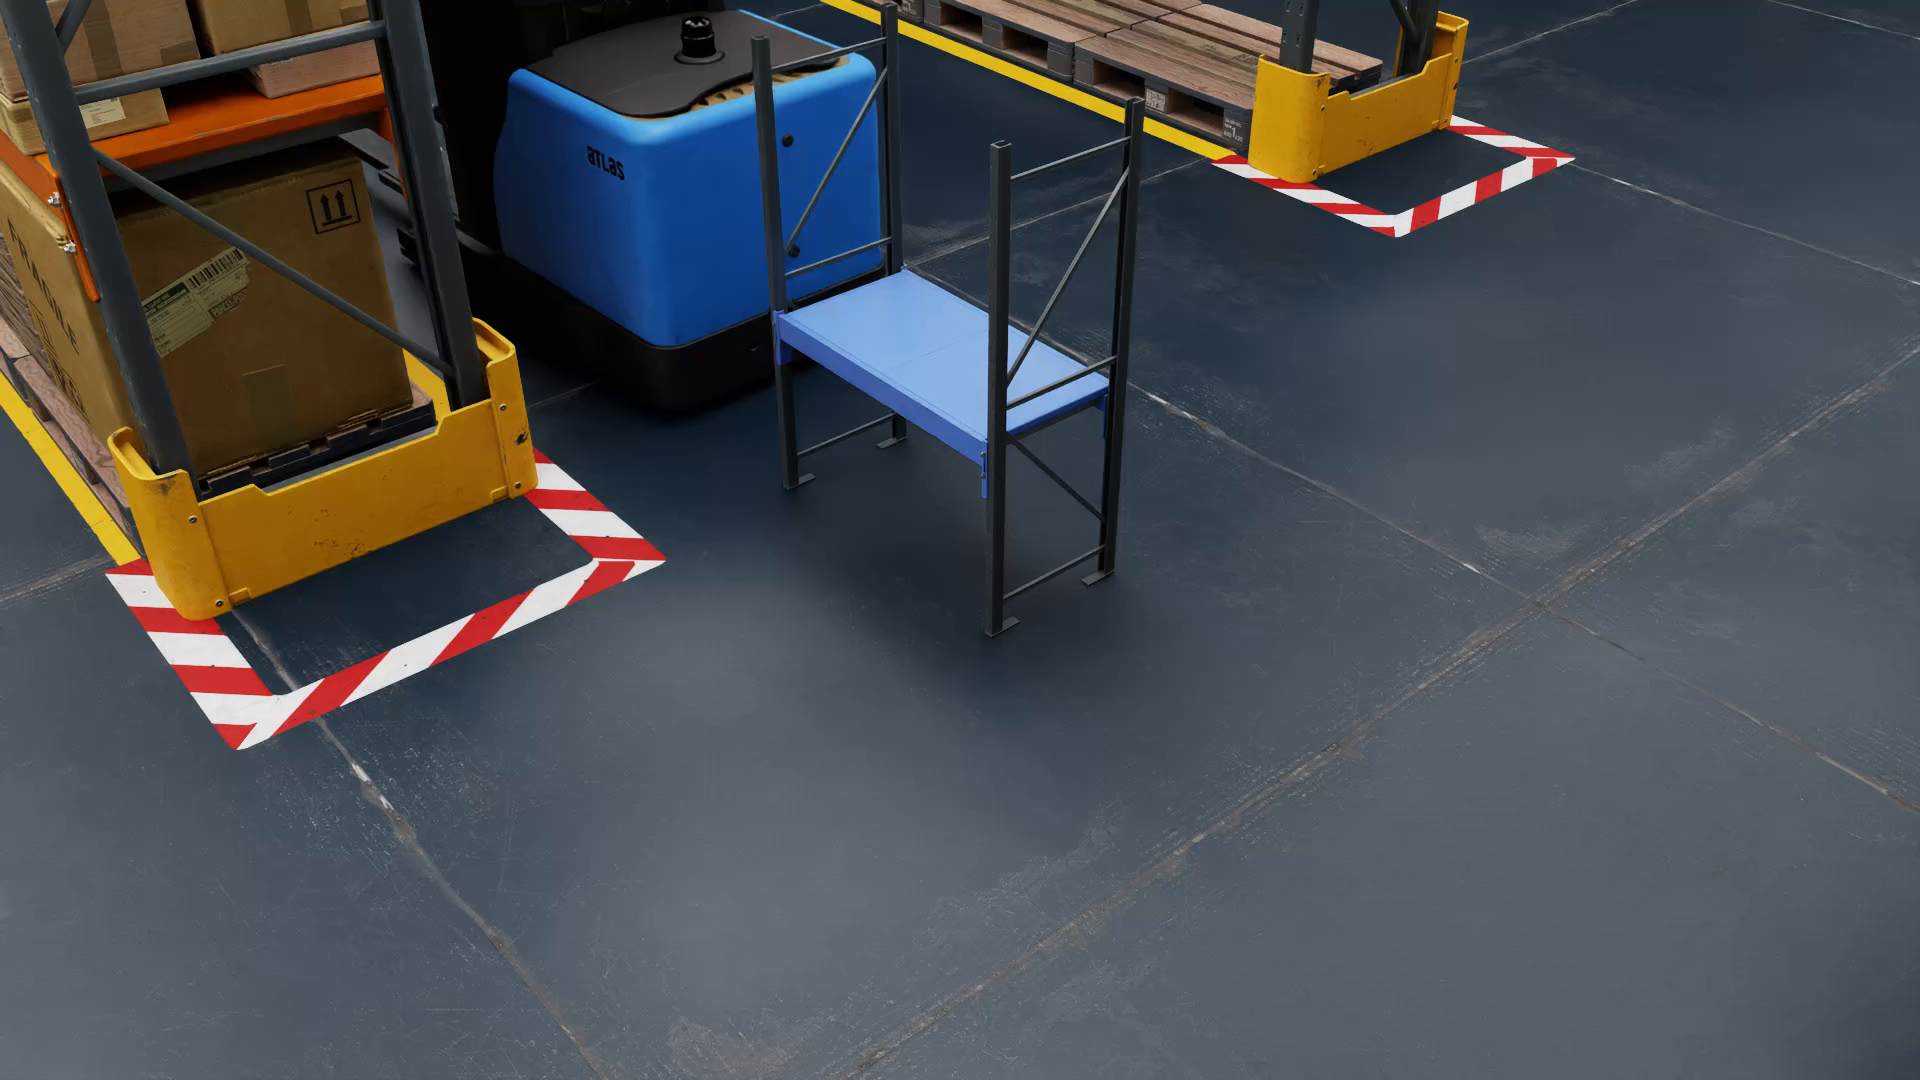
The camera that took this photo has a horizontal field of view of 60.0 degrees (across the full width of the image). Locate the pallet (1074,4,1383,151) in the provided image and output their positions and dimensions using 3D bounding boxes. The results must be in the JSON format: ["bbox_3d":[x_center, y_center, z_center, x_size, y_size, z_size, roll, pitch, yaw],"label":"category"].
[{"bbox_3d":[1.337,-2.361,8.401,1.003,0.211,1.213,-26,43,-32],"label":"pallet"}]

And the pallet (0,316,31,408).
[{"bbox_3d":[-3.303,-0.997,6.475,1.003,0.211,1.213,-26,43,-32],"label":"pallet"}]

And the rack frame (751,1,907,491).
[{"bbox_3d":[-0.383,-0.874,5.187,0.500,1.500,0.032,-26,43,-32],"label":"rack frame"}]

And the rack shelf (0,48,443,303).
[{"bbox_3d":[-3.235,-1.862,5.907,1.077,0.370,4.000,-26,43,-32],"label":"rack shelf"}]

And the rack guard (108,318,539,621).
[{"bbox_3d":[-1.929,-0.242,5.160,1.175,0.500,0.348,-26,43,-32],"label":"rack guard"}]

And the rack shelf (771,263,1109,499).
[{"bbox_3d":[-0.055,-0.503,4.974,0.538,0.185,1.000,-26,43,-32],"label":"rack shelf"}]

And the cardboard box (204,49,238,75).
[{"bbox_3d":[-2.088,-1.563,5.079,0.380,0.149,0.250,-27,43,-32],"label":"cardboard box"}]

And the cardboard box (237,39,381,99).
[{"bbox_3d":[-1.921,-1.450,4.920,0.380,0.149,0.250,-25,43,-31],"label":"cardboard box"}]

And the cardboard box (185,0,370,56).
[{"bbox_3d":[-2.048,-1.646,4.851,0.500,0.250,0.500,-27,43,-33],"label":"cardboard box"}]

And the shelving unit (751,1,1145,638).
[{"bbox_3d":[-0.055,-0.650,4.870,0.538,1.500,1.048,-26,43,-32],"label":"shelving unit"}]

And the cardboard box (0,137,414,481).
[{"bbox_3d":[-2.418,-0.830,5.302,0.875,0.875,0.875,-26,43,-32],"label":"cardboard box"}]

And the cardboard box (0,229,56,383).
[{"bbox_3d":[-3.006,-1.232,5.869,0.875,0.875,0.875,-26,43,-32],"label":"cardboard box"}]

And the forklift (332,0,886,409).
[{"bbox_3d":[-1.647,-2.411,6.118,1.130,2.935,3.031,-28,44,-34],"label":"forklift"}]

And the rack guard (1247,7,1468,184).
[{"bbox_3d":[1.865,-2.094,7.775,1.175,0.500,0.348,-26,43,-32],"label":"rack guard"}]

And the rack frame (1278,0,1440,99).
[{"bbox_3d":[1.839,-3.120,7.060,1.000,3.000,0.127,-26,43,-32],"label":"rack frame"}]

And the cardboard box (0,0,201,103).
[{"bbox_3d":[-2.460,-1.448,4.572,0.500,0.250,0.500,-27,43,-32],"label":"cardboard box"}]

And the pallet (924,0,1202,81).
[{"bbox_3d":[0.554,-2.899,9.161,1.003,0.211,1.213,-26,43,-32],"label":"pallet"}]

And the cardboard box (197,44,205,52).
[{"bbox_3d":[-2.253,-1.676,5.238,0.380,0.149,0.250,-27,43,-33],"label":"cardboard box"}]

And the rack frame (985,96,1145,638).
[{"bbox_3d":[0.273,-0.425,4.553,0.500,1.500,0.032,-26,43,-32],"label":"rack frame"}]

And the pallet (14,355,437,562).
[{"bbox_3d":[-2.520,-0.459,5.715,1.003,0.211,1.213,-26,43,-32],"label":"pallet"}]

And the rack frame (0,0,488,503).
[{"bbox_3d":[-1.944,-1.273,4.452,1.000,3.000,0.127,-26,43,-32],"label":"rack frame"}]

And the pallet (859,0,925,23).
[{"bbox_3d":[-0.238,-3.438,9.922,1.003,0.211,1.213,-26,43,-32],"label":"pallet"}]

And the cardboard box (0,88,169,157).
[{"bbox_3d":[-2.426,-1.205,4.573,0.380,0.149,0.250,-25,42,-31],"label":"cardboard box"}]
